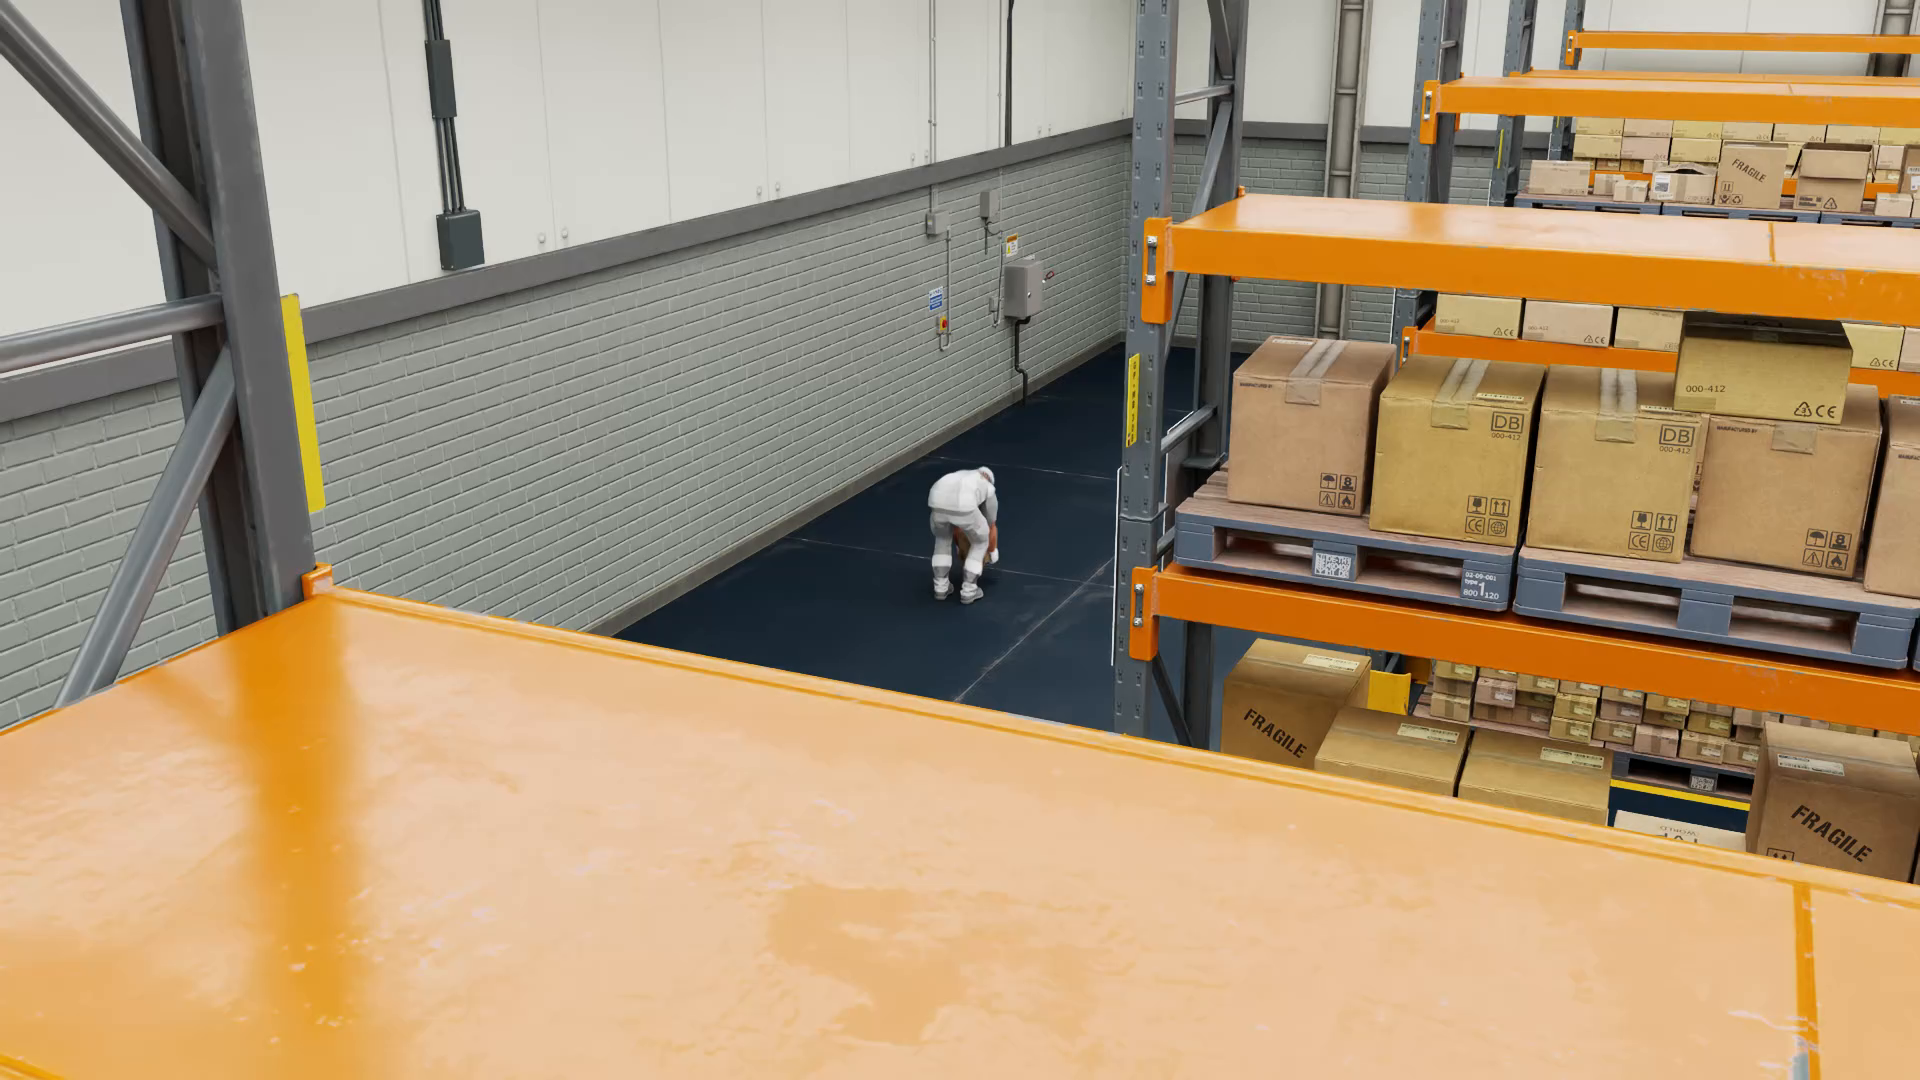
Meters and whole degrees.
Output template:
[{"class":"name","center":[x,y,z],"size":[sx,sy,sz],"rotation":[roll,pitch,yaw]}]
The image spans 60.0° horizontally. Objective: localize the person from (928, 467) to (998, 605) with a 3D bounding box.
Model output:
[{"class":"person","center":[0.056,-0.093,13.899],"size":[0.514,1.072,0.964],"rotation":[7,20,21]}]
